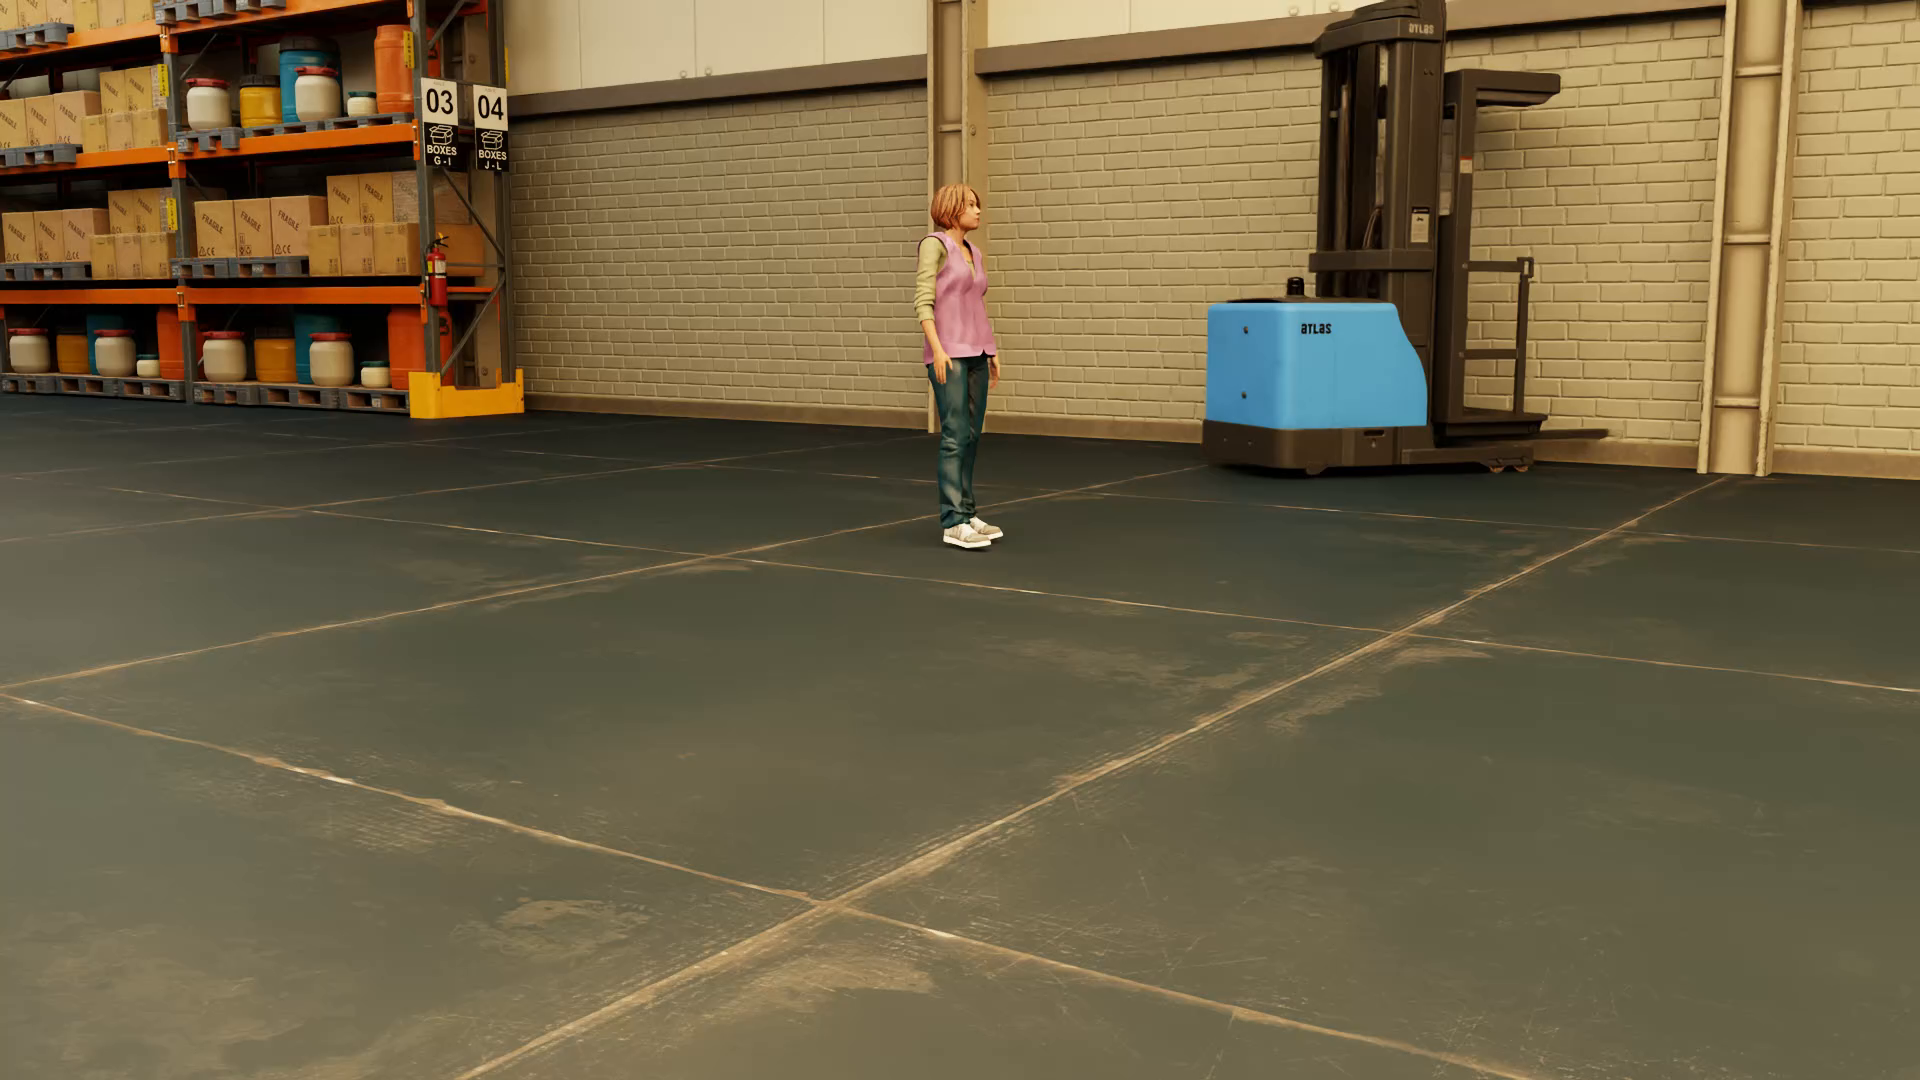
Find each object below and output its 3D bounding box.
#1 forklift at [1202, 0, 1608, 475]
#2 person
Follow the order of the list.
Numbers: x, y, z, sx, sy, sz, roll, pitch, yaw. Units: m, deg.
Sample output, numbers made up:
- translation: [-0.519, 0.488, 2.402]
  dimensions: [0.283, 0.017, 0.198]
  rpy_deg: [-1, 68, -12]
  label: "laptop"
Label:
- translation: [3.175, -1.954, 10.937]
  dimensions: [3.031, 2.935, 1.130]
  rpy_deg: [-3, 9, -21]
  label: "forklift"
- translation: [0.053, -0.791, 7.438]
  dimensions: [0.476, 1.597, 0.520]
  rpy_deg: [5, 10, 34]
  label: "person"
